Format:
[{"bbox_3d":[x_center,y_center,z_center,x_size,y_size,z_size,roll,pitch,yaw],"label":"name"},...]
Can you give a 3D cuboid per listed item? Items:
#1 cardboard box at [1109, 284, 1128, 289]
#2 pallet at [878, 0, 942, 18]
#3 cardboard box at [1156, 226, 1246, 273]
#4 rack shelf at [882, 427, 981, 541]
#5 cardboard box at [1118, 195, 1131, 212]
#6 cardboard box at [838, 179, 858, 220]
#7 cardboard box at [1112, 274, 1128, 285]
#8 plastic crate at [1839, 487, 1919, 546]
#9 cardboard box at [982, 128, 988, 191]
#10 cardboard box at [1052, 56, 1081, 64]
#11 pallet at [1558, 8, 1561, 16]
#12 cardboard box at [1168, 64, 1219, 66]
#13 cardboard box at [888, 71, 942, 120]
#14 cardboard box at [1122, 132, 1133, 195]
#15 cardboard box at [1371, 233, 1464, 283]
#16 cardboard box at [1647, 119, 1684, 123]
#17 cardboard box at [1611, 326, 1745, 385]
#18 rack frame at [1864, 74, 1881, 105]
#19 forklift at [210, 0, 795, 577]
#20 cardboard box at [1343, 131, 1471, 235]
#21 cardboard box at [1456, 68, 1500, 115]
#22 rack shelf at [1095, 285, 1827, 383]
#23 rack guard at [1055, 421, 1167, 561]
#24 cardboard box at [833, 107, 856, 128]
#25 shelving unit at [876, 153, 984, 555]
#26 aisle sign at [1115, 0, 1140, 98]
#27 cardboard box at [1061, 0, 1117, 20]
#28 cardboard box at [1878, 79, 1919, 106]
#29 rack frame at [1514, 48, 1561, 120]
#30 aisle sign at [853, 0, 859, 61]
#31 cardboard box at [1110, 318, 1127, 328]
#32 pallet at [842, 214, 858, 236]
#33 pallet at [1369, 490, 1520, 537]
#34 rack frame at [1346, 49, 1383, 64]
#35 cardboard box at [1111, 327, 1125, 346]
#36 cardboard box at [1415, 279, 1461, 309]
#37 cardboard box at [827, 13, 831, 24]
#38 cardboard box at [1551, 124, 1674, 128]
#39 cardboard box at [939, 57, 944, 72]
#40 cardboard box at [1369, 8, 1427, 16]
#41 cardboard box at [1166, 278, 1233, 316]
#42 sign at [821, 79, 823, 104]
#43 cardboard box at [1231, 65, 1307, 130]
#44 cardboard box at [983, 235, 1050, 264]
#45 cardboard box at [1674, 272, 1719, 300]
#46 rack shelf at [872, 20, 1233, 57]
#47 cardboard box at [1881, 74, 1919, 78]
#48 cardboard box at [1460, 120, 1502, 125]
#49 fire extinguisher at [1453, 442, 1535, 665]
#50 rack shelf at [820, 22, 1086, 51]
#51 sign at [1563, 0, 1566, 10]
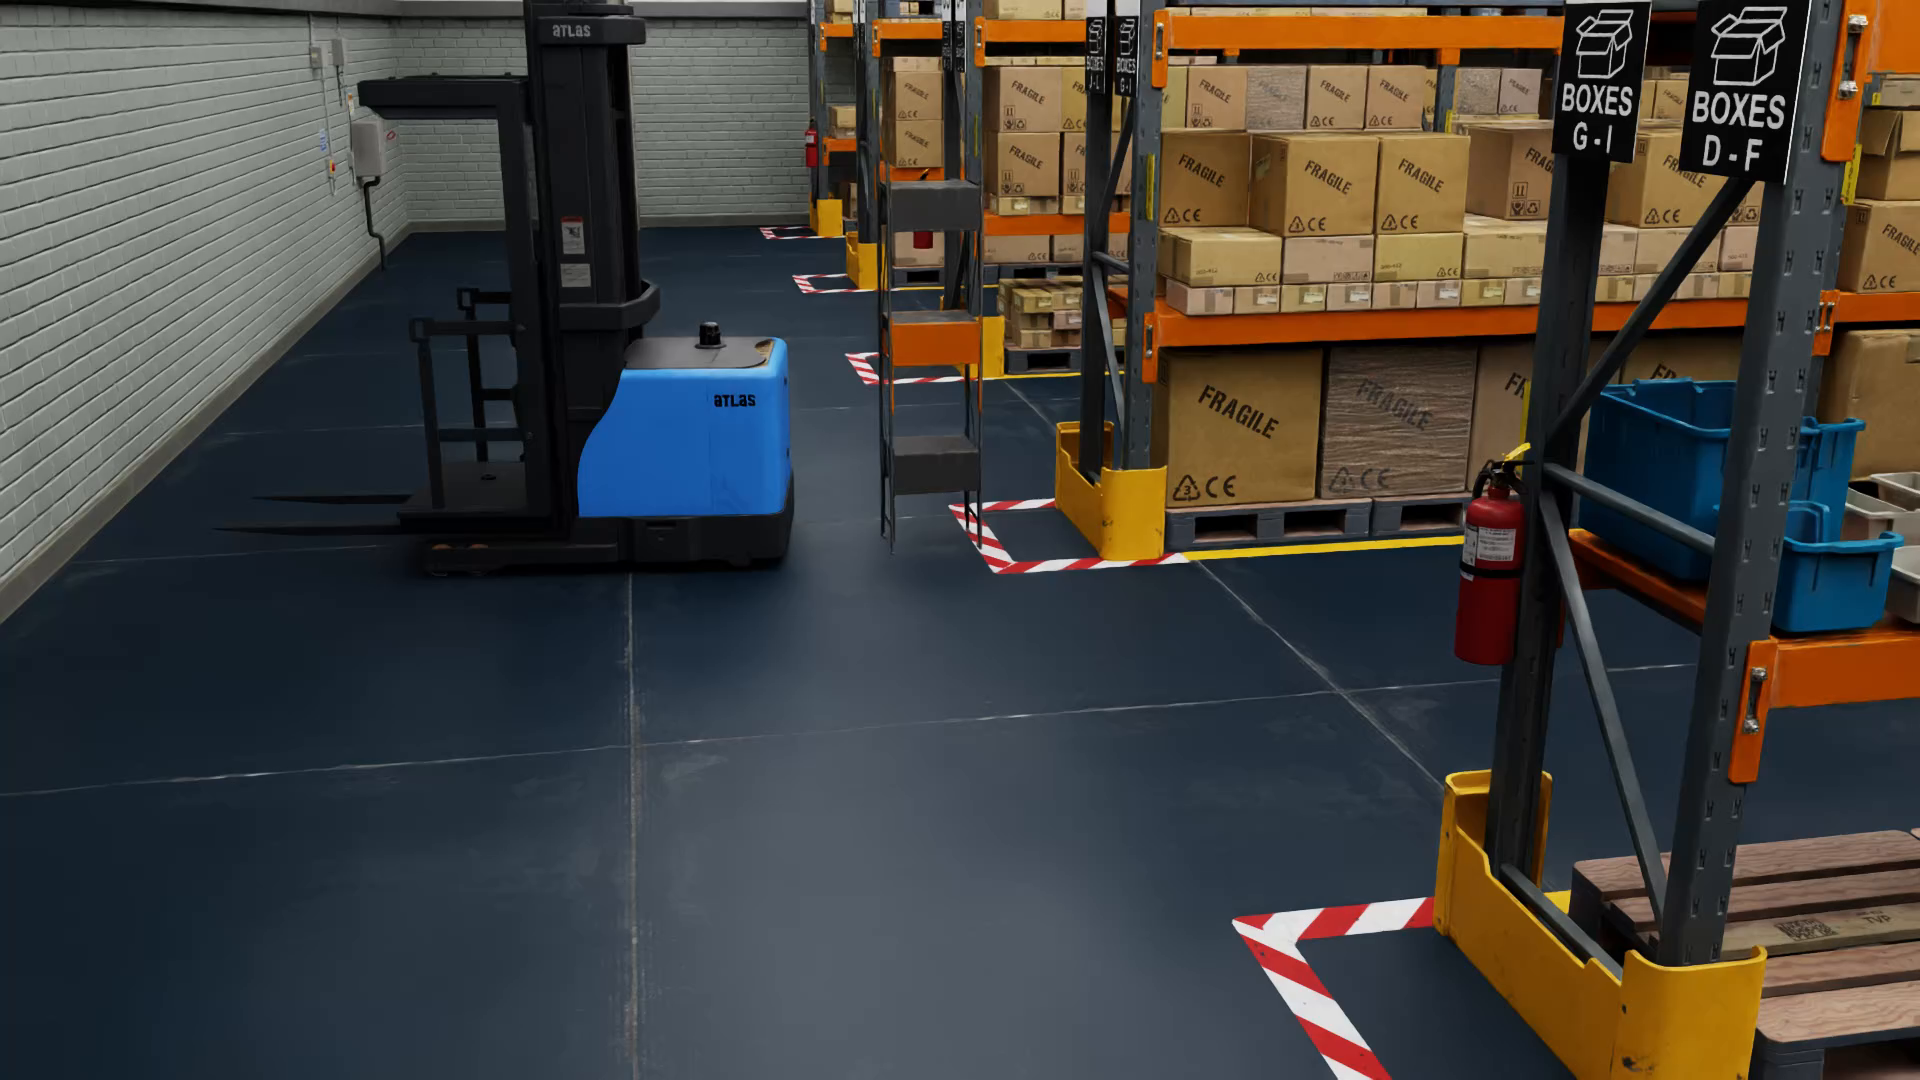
[{"bbox_3d":[1.346,-2.049,14.000,0.250,0.149,0.380,-4,18,-13],"label":"cardboard box"},{"bbox_3d":[-0.293,-5.787,18.087,1.213,0.211,1.003,-3,17,-10],"label":"pallet"},{"bbox_3d":[1.286,-1.669,9.385,0.500,0.250,0.500,-4,17,-11],"label":"cardboard box"},{"bbox_3d":[-0.163,-0.312,9.183,0.480,0.518,0.431,-3,17,-10],"label":"rack shelf"},{"bbox_3d":[1.415,-2.821,13.816,0.250,0.149,0.380,-3,17,-11],"label":"cardboard box"},{"bbox_3d":[-1.346,-4.796,23.355,0.637,0.503,0.797,-4,18,-13],"label":"cardboard box"},{"bbox_3d":[1.498,-2.231,14.593,0.250,0.149,0.380,-3,17,-8],"label":"cardboard box"},{"bbox_3d":[2.567,-0.067,4.768,0.243,0.136,0.396,-3,17,-10],"label":"plastic crate"},{"bbox_3d":[0.412,-3.219,14.008,0.500,0.500,0.500,-3,17,-9],"label":"cardboard box"},{"bbox_3d":[1.161,-5.230,18.253,0.250,0.149,0.380,-3,17,-10],"label":"cardboard box"},{"bbox_3d":[5.591,-4.559,14.258,1.003,0.211,1.213,-3,17,-10],"label":"pallet"},{"bbox_3d":[1.946,-3.785,14.148,0.500,0.500,0.500,-4,17,-12],"label":"cardboard box"},{"bbox_3d":[-0.494,-4.822,18.029,0.500,0.500,0.500,-4,17,-12],"label":"cardboard box"},{"bbox_3d":[1.517,-3.126,13.705,0.500,0.500,0.500,-3,17,-10],"label":"cardboard box"},{"bbox_3d":[2.387,-1.572,9.070,0.500,0.250,0.500,-4,17,-12],"label":"cardboard box"},{"bbox_3d":[6.353,-3.713,14.990,0.250,0.149,0.380,-2,17,-8],"label":"cardboard box"},{"bbox_3d":[4.125,-0.889,10.000,0.875,0.875,0.875,-3,17,-10],"label":"cardboard box"},{"bbox_3d":[7.874,-3.376,15.194,0.127,3.000,1.000,-3,17,-10],"label":"rack frame"},{"bbox_3d":[-2.456,-1.369,8.777,3.031,2.935,1.130,-1,17,-2],"label":"forklift"},{"bbox_3d":[2.382,-1.931,8.961,0.500,0.500,0.500,-4,17,-12],"label":"cardboard box"},{"bbox_3d":[5.876,-5.188,19.220,0.500,0.500,0.500,-3,17,-9],"label":"cardboard box"},{"bbox_3d":[2.825,-1.262,9.538,4.000,0.370,1.077,-3,17,-10],"label":"rack shelf"},{"bbox_3d":[0.837,-0.298,9.432,0.348,0.500,1.175,-3,17,-10],"label":"rack guard"},{"bbox_3d":[-1.468,-5.800,22.836,0.500,0.250,0.500,-3,17,-10],"label":"cardboard box"},{"bbox_3d":[-0.163,-0.995,8.973,0.503,2.100,0.431,-3,17,-10],"label":"shelving unit"},{"bbox_3d":[0.847,-2.647,8.393,0.004,0.787,0.394,-3,17,-10],"label":"aisle sign"},{"bbox_3d":[1.026,-4.272,13.257,0.500,0.250,0.500,-3,17,-9],"label":"cardboard box"},{"bbox_3d":[8.317,-3.924,15.104,0.500,0.500,0.700,-3,17,-11],"label":"cardboard box"},{"bbox_3d":[6.836,-4.797,19.821,0.127,3.000,1.000,-3,17,-10],"label":"rack frame"},{"bbox_3d":[-1.148,-5.680,18.267,0.004,0.787,0.394,-3,17,-10],"label":"aisle sign"},{"bbox_3d":[1.358,-1.887,13.979,0.250,0.149,0.380,-3,17,-9],"label":"cardboard box"},{"bbox_3d":[-1.107,-4.498,23.597,1.213,0.211,1.003,-3,17,-10],"label":"pallet"},{"bbox_3d":[2.827,-0.296,9.915,1.213,0.211,1.003,-3,17,-10],"label":"pallet"},{"bbox_3d":[5.890,-6.228,24.479,0.127,3.000,1.000,-3,17,-10],"label":"rack frame"},{"bbox_3d":[1.350,-1.742,14.014,0.250,0.149,0.380,-3,17,-10],"label":"cardboard box"},{"bbox_3d":[2.534,-1.372,9.096,0.250,0.149,0.380,-3,17,-11],"label":"cardboard box"},{"bbox_3d":[-1.694,-7.181,22.900,0.250,0.149,0.380,-3,17,-9],"label":"cardboard box"},{"bbox_3d":[3.785,-2.168,9.734,0.500,0.500,0.500,-3,17,-10],"label":"cardboard box"},{"bbox_3d":[-0.097,-5.144,17.972,0.250,0.149,0.380,-3,17,-9],"label":"cardboard box"},{"bbox_3d":[3.516,-4.410,13.707,0.500,0.250,0.500,-3,17,-9],"label":"cardboard box"},{"bbox_3d":[1.272,-1.299,8.861,0.250,0.149,0.380,-3,17,-10],"label":"cardboard box"},{"bbox_3d":[-1.861,-6.040,22.392,0.005,0.325,0.100,-3,17,-10],"label":"sign"},{"bbox_3d":[2.525,-3.662,13.746,0.500,0.500,0.500,-3,17,-9],"label":"cardboard box"},{"bbox_3d":[0.507,-3.446,19.072,0.875,0.438,0.875,-3,17,-9],"label":"cardboard box"},{"bbox_3d":[4.046,-1.457,9.376,0.250,0.149,0.380,-4,17,-11],"label":"cardboard box"},{"bbox_3d":[0.945,-5.553,18.398,4.000,0.370,1.077,-3,17,-10],"label":"rack shelf"},{"bbox_3d":[11.236,-5.650,20.218,0.500,0.500,0.700,-3,17,-11],"label":"cardboard box"},{"bbox_3d":[4.567,-3.612,14.662,0.250,0.149,0.380,-4,17,-12],"label":"cardboard box"},{"bbox_3d":[1.566,0.026,4.886,0.183,0.674,0.296,-3,17,-10],"label":"fire extinguisher"},{"bbox_3d":[-0.001,-6.984,23.056,4.000,0.370,1.077,-3,17,-10],"label":"rack shelf"},{"bbox_3d":[1.680,-1.608,4.509,0.005,0.325,0.100,-3,17,-10],"label":"sign"}]
